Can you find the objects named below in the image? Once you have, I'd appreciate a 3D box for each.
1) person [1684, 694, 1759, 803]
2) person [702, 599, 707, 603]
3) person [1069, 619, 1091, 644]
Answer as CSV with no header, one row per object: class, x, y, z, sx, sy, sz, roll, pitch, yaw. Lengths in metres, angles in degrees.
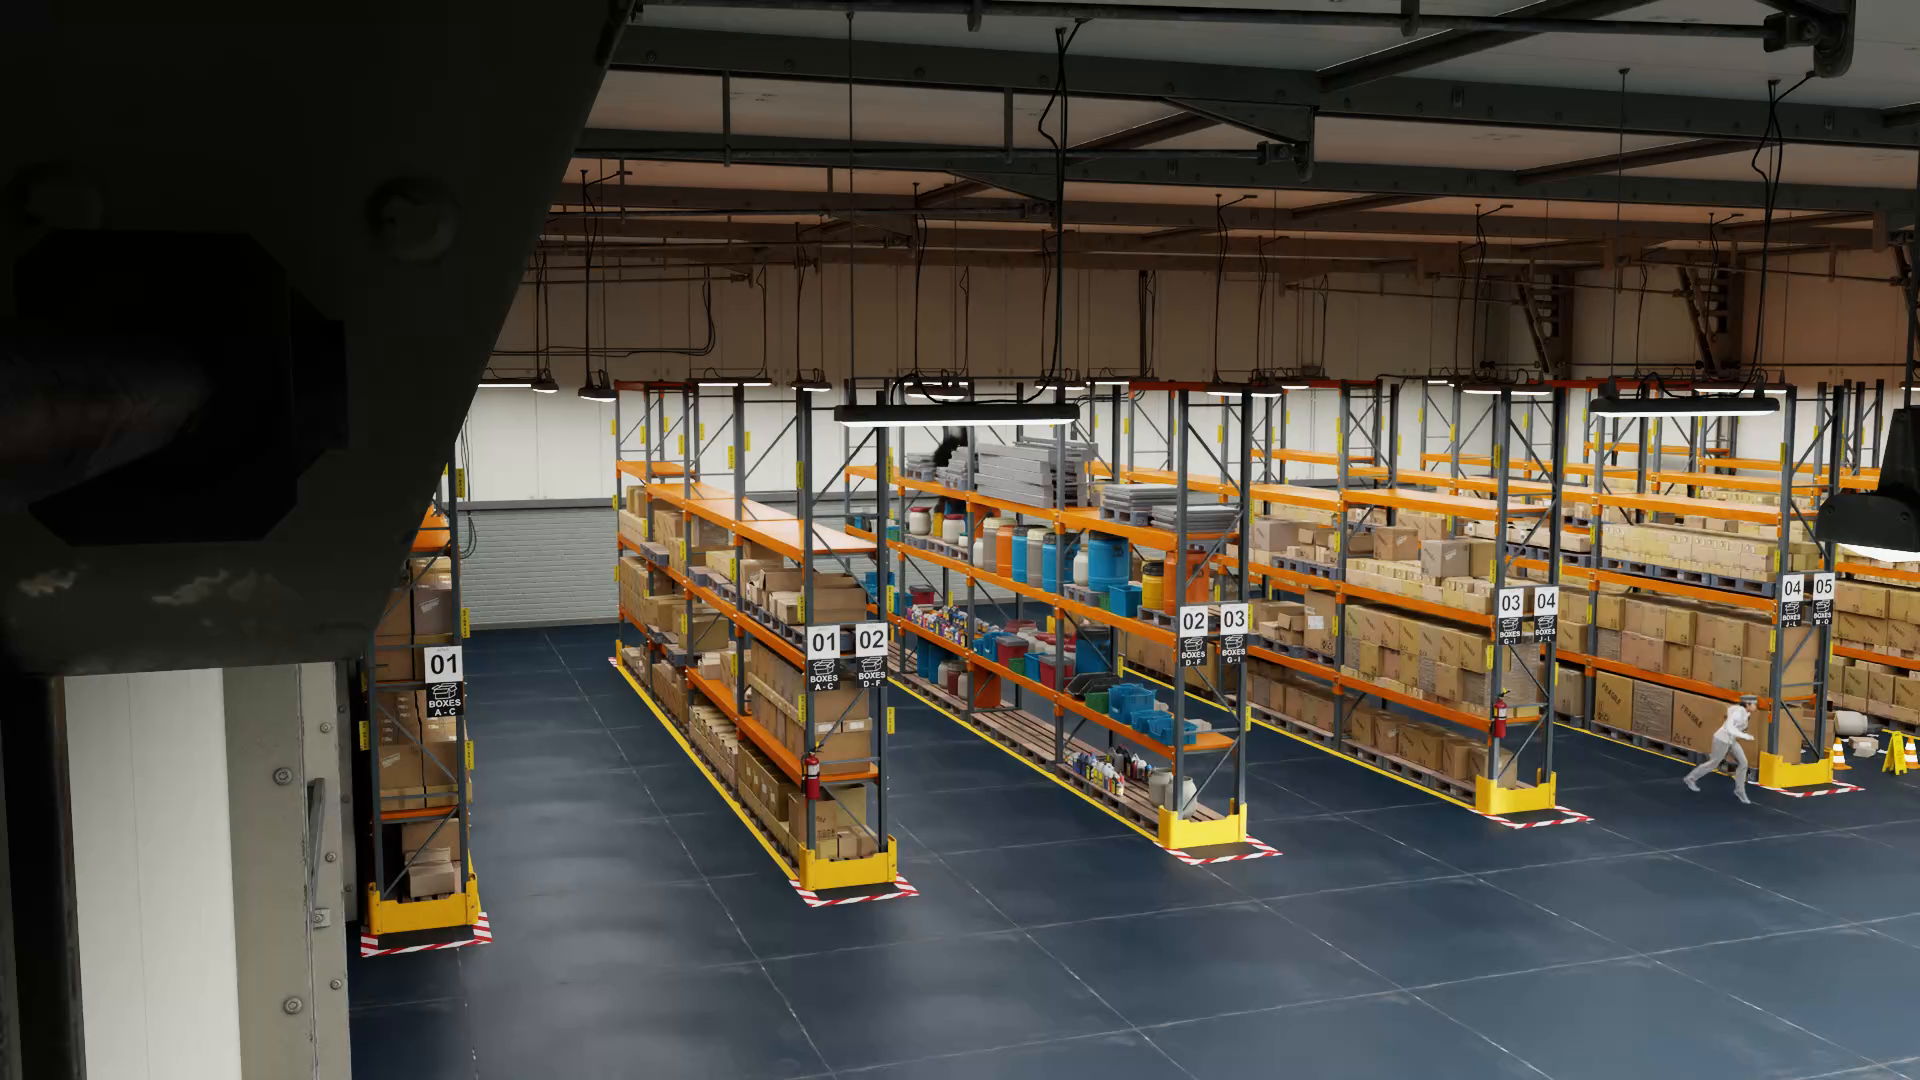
person,11.117,3.008,24.288,0.964,1.622,0.658,5,8,37
person,-5.648,1.648,36.202,0.661,1.748,0.682,4,7,34
person,2.314,2.279,30.512,0.679,1.694,0.629,-2,7,-22
